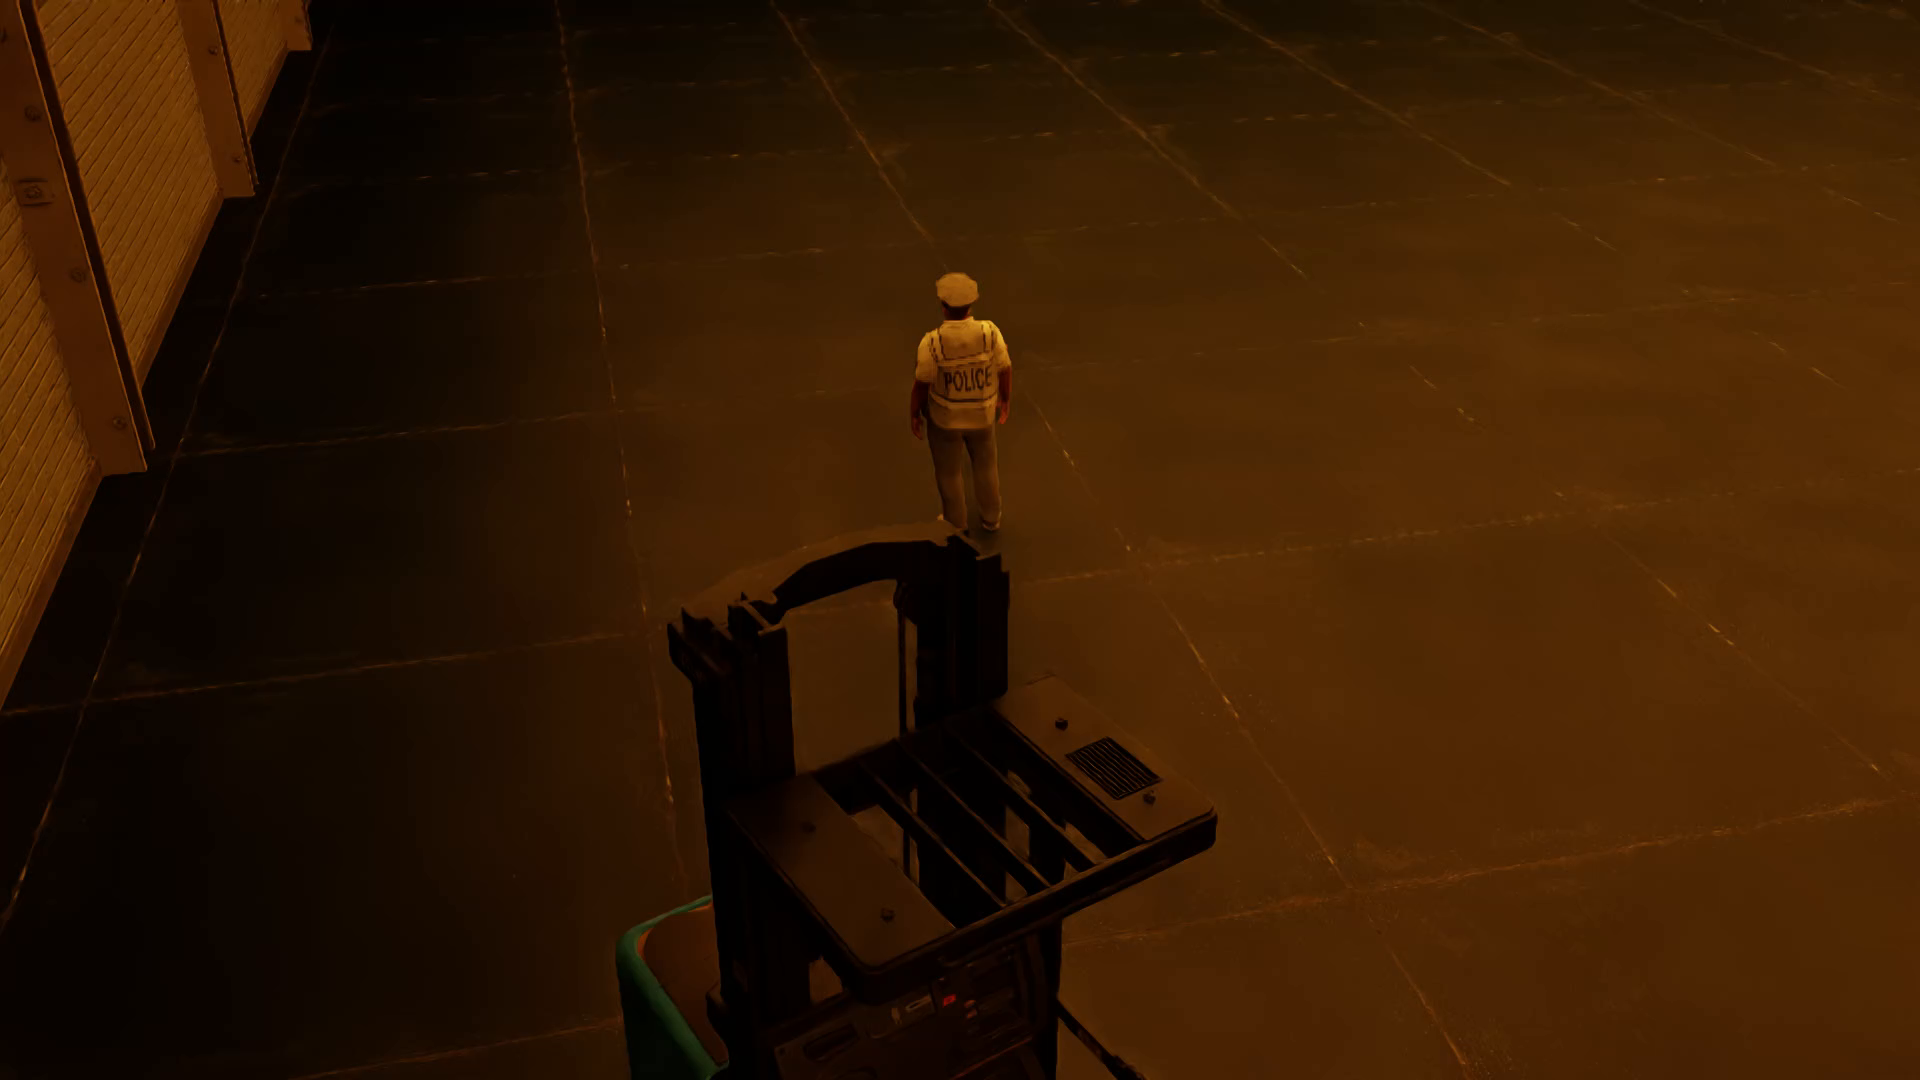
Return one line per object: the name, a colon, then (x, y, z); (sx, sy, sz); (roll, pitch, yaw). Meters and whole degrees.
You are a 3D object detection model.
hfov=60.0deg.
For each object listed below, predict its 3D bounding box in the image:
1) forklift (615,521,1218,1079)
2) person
forklift: (-0.015, 1.547, 4.903); (1.130, 2.935, 3.031); (-18, 35, -29)
person: (-0.007, -0.817, 10.117); (0.640, 1.781, 0.574); (-7, 31, -12)
